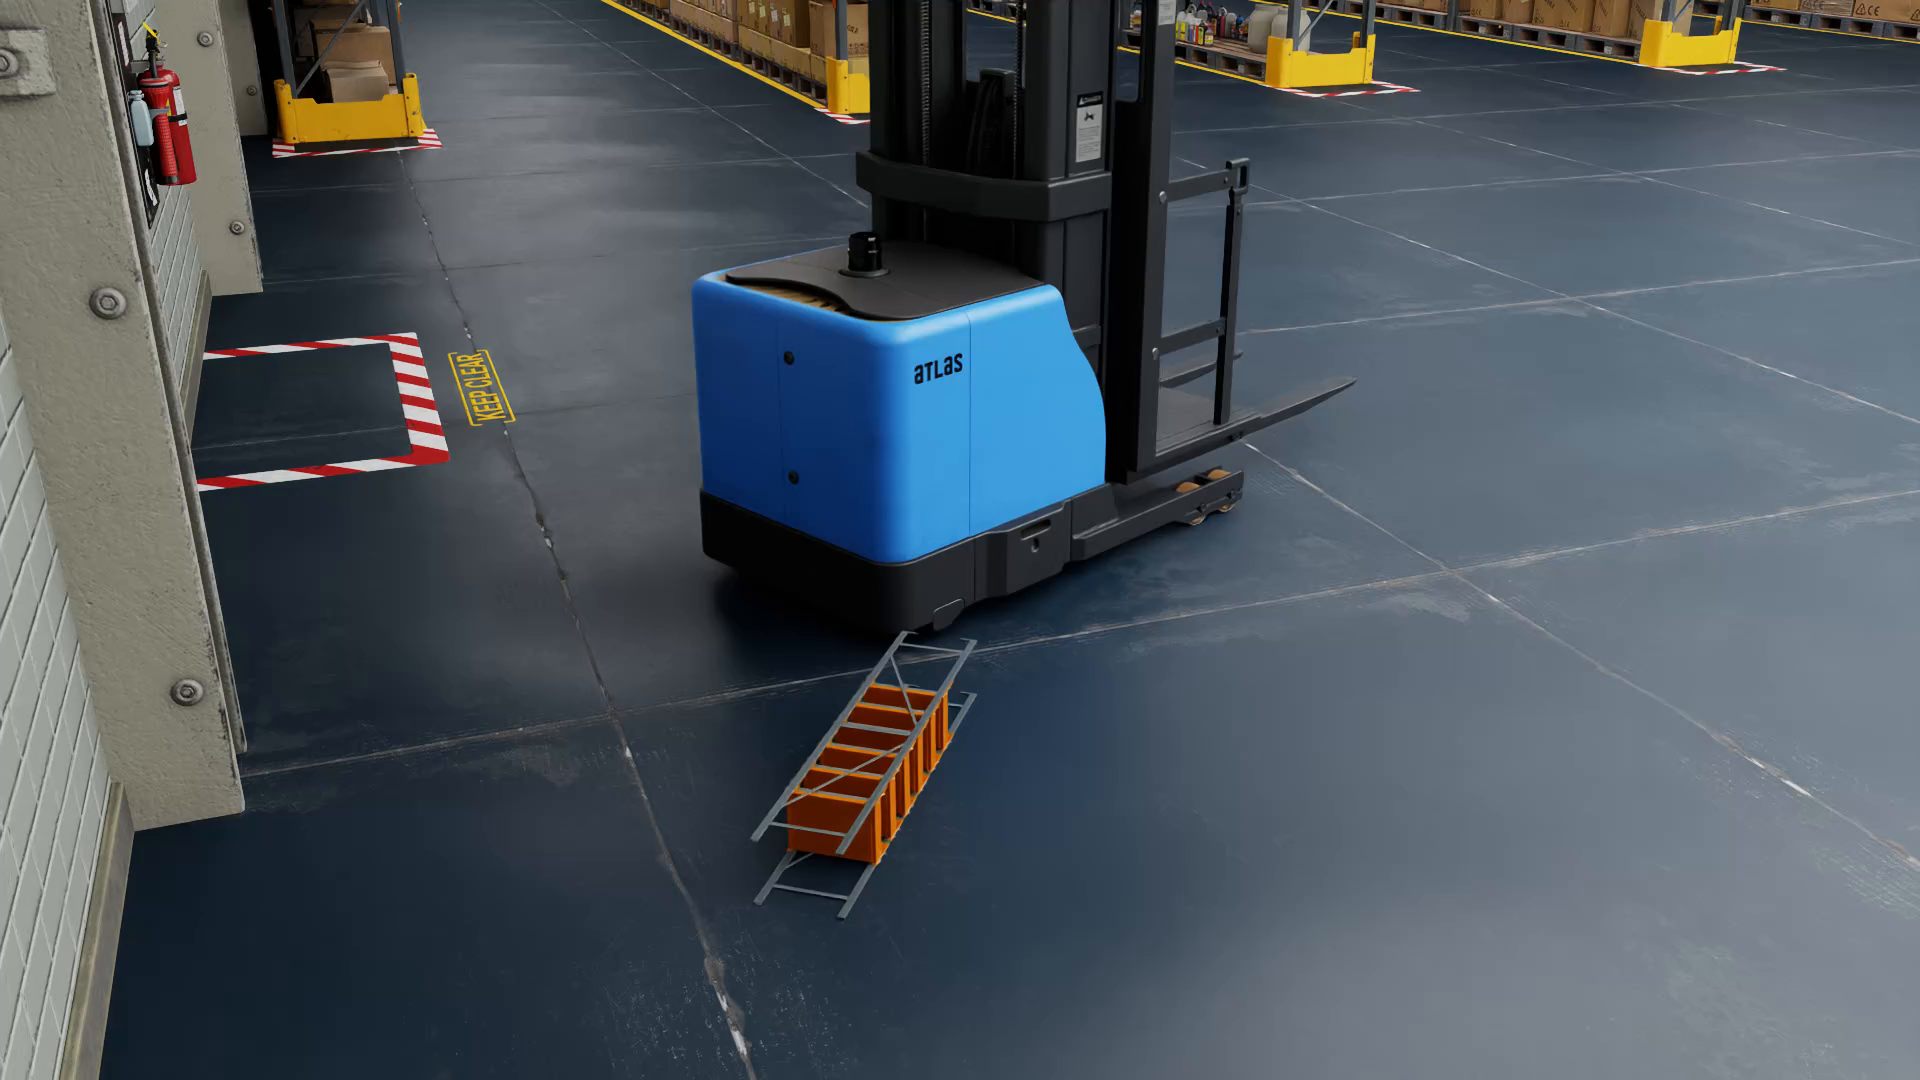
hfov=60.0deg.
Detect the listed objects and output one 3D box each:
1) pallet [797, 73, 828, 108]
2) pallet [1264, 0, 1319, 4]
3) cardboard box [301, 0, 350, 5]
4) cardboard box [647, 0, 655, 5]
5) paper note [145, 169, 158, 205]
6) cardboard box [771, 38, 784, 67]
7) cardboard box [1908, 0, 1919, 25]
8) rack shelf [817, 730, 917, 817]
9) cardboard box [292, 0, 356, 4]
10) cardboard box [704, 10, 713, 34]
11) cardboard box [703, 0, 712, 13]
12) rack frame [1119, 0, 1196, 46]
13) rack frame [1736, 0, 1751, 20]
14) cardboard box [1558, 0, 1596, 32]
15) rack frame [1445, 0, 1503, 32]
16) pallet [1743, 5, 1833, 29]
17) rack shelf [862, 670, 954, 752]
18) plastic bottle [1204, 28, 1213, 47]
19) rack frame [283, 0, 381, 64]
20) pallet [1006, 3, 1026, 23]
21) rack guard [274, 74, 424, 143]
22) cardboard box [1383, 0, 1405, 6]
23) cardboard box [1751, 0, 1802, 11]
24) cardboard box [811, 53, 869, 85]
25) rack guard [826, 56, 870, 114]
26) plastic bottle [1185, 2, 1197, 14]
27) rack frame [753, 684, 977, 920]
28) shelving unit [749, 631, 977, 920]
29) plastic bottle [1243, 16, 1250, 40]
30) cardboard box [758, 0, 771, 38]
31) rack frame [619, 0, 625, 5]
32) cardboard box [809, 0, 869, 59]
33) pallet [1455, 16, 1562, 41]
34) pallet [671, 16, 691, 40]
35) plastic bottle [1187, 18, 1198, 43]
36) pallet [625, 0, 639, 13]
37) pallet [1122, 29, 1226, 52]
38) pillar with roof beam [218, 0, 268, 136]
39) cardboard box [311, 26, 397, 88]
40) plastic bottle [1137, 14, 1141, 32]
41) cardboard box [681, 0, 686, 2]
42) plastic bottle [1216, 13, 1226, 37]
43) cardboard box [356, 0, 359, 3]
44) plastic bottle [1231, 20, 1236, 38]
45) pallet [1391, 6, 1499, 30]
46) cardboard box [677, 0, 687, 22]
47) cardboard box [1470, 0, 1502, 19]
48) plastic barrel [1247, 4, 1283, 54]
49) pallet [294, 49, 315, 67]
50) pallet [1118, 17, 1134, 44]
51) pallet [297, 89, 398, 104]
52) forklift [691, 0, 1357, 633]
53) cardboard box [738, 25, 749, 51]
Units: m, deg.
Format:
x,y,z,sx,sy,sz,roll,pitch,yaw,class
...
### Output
x,y,z,sx,sy,sz,roll,pitch,yaw,class
-1.013,-4.590,16.868,1.003,0.211,1.213,-8,24,-19,pallet
5.532,-8.879,27.045,1.003,0.211,1.213,-8,24,-19,pallet
-7.184,-6.196,18.776,0.500,0.250,0.500,-9,24,-20,cardboard box
-4.262,-8.056,24.154,0.500,0.500,0.500,-9,25,-21,cardboard box
-3.438,-1.495,7.068,0.016,0.148,0.142,-8,24,-19,paper note
-1.710,-5.227,17.789,0.500,0.250,0.500,-8,24,-19,cardboard box
12.940,-7.056,21.324,0.875,0.875,0.875,-8,24,-19,cardboard box
-0.251,0.630,4.506,0.258,0.180,0.103,6,24,15,rack shelf
-7.397,-6.063,19.425,0.700,0.500,0.500,-8,24,-18,cardboard box
-2.892,-6.463,20.723,0.500,0.250,0.500,-8,24,-18,cardboard box
-2.891,-6.719,20.606,0.500,0.311,0.500,-8,24,-19,cardboard box
2.519,-7.735,20.739,1.000,3.000,0.127,-8,24,-19,rack frame
11.829,-9.058,23.879,1.000,3.000,0.127,-8,24,-19,rack frame
7.914,-6.674,20.901,0.500,0.500,0.500,-6,24,-14,cardboard box
7.153,-8.414,22.351,1.000,3.000,0.127,-8,24,-19,rack frame
12.024,-7.486,23.739,1.003,0.211,1.213,-8,24,-19,pallet
-0.151,0.496,4.825,0.258,0.180,0.103,6,24,15,rack shelf
2.873,-5.802,19.189,0.097,0.201,0.097,0,23,0,plastic bottle
-6.749,-6.375,17.514,1.000,3.000,0.127,-8,24,-19,rack frame
1.343,-7.616,24.048,1.003,0.211,1.213,-8,24,-19,pallet
-5.363,-3.798,14.616,1.175,0.500,0.348,-8,24,-19,rack guard
6.607,-8.070,24.187,0.700,0.500,0.500,-11,25,-24,cardboard box
11.985,-8.034,23.645,0.875,0.875,0.875,-8,24,-18,cardboard box
-1.169,-4.684,16.500,0.500,0.250,0.500,-8,24,-19,cardboard box
-0.695,-4.442,16.146,1.175,0.500,0.348,-8,24,-19,rack guard
2.881,-6.502,20.660,0.144,0.351,0.185,-8,24,-19,plastic bottle
-0.230,0.686,4.609,0.240,0.006,1.200,6,24,15,rack frame
-0.230,0.602,4.573,0.258,0.189,1.200,6,24,15,shelving unit
3.427,-6.089,19.781,0.097,0.271,0.097,0,23,0,plastic bottle
-1.892,-5.753,18.073,0.500,0.500,0.500,-8,24,-19,cardboard box
-4.942,-9.963,26.026,1.000,3.000,0.127,-8,24,-19,rack frame
-1.171,-5.029,16.353,0.500,0.500,0.500,-8,24,-19,cardboard box
7.423,-6.890,22.325,1.003,0.211,1.213,-8,24,-19,pallet
-3.275,-6.920,22.397,1.003,0.211,1.213,-8,24,-19,pallet
2.761,-5.982,19.520,0.152,0.276,0.135,-9,24,-20,plastic bottle
-4.620,-8.388,25.879,1.003,0.211,1.213,-8,24,-19,pallet
2.717,-6.200,20.688,1.003,0.211,1.213,-8,24,-19,pallet
-2.365,-8.413,14.623,9.100,9.000,0.400,-8,24,-19,pillar with roof beam
-5.910,-4.717,16.231,0.700,0.500,0.500,-10,25,-22,cardboard box
2.257,-6.435,20.692,0.097,0.201,0.097,0,23,0,plastic bottle
-3.426,-7.274,21.924,0.500,0.311,0.500,-9,24,-20,cardboard box
3.152,-6.230,20.099,0.061,0.283,0.133,-8,24,-19,plastic bottle
-7.859,-6.625,20.758,0.700,0.500,0.500,-8,24,-18,cardboard box
3.319,-6.167,20.057,0.097,0.201,0.097,0,23,0,plastic bottle
6.876,-7.412,23.563,1.003,0.211,1.213,-8,24,-19,pallet
-3.441,-7.023,22.050,0.500,0.250,0.500,-9,24,-20,cardboard box
7.257,-7.305,22.397,0.500,0.500,0.500,-9,25,-21,cardboard box
3.451,-5.739,18.667,0.421,0.512,0.421,0,23,0,plastic barrel
-7.026,-5.373,18.726,1.003,0.211,1.213,-8,24,-19,pallet
2.205,-6.730,21.945,1.003,0.211,1.213,-8,24,-19,pallet
-5.617,-3.965,15.384,1.003,0.211,1.213,-8,24,-19,pallet
0.466,-1.529,6.105,1.130,2.935,3.031,21,30,40,forklift
-2.236,-5.773,19.084,0.500,0.250,0.500,-8,24,-19,cardboard box
